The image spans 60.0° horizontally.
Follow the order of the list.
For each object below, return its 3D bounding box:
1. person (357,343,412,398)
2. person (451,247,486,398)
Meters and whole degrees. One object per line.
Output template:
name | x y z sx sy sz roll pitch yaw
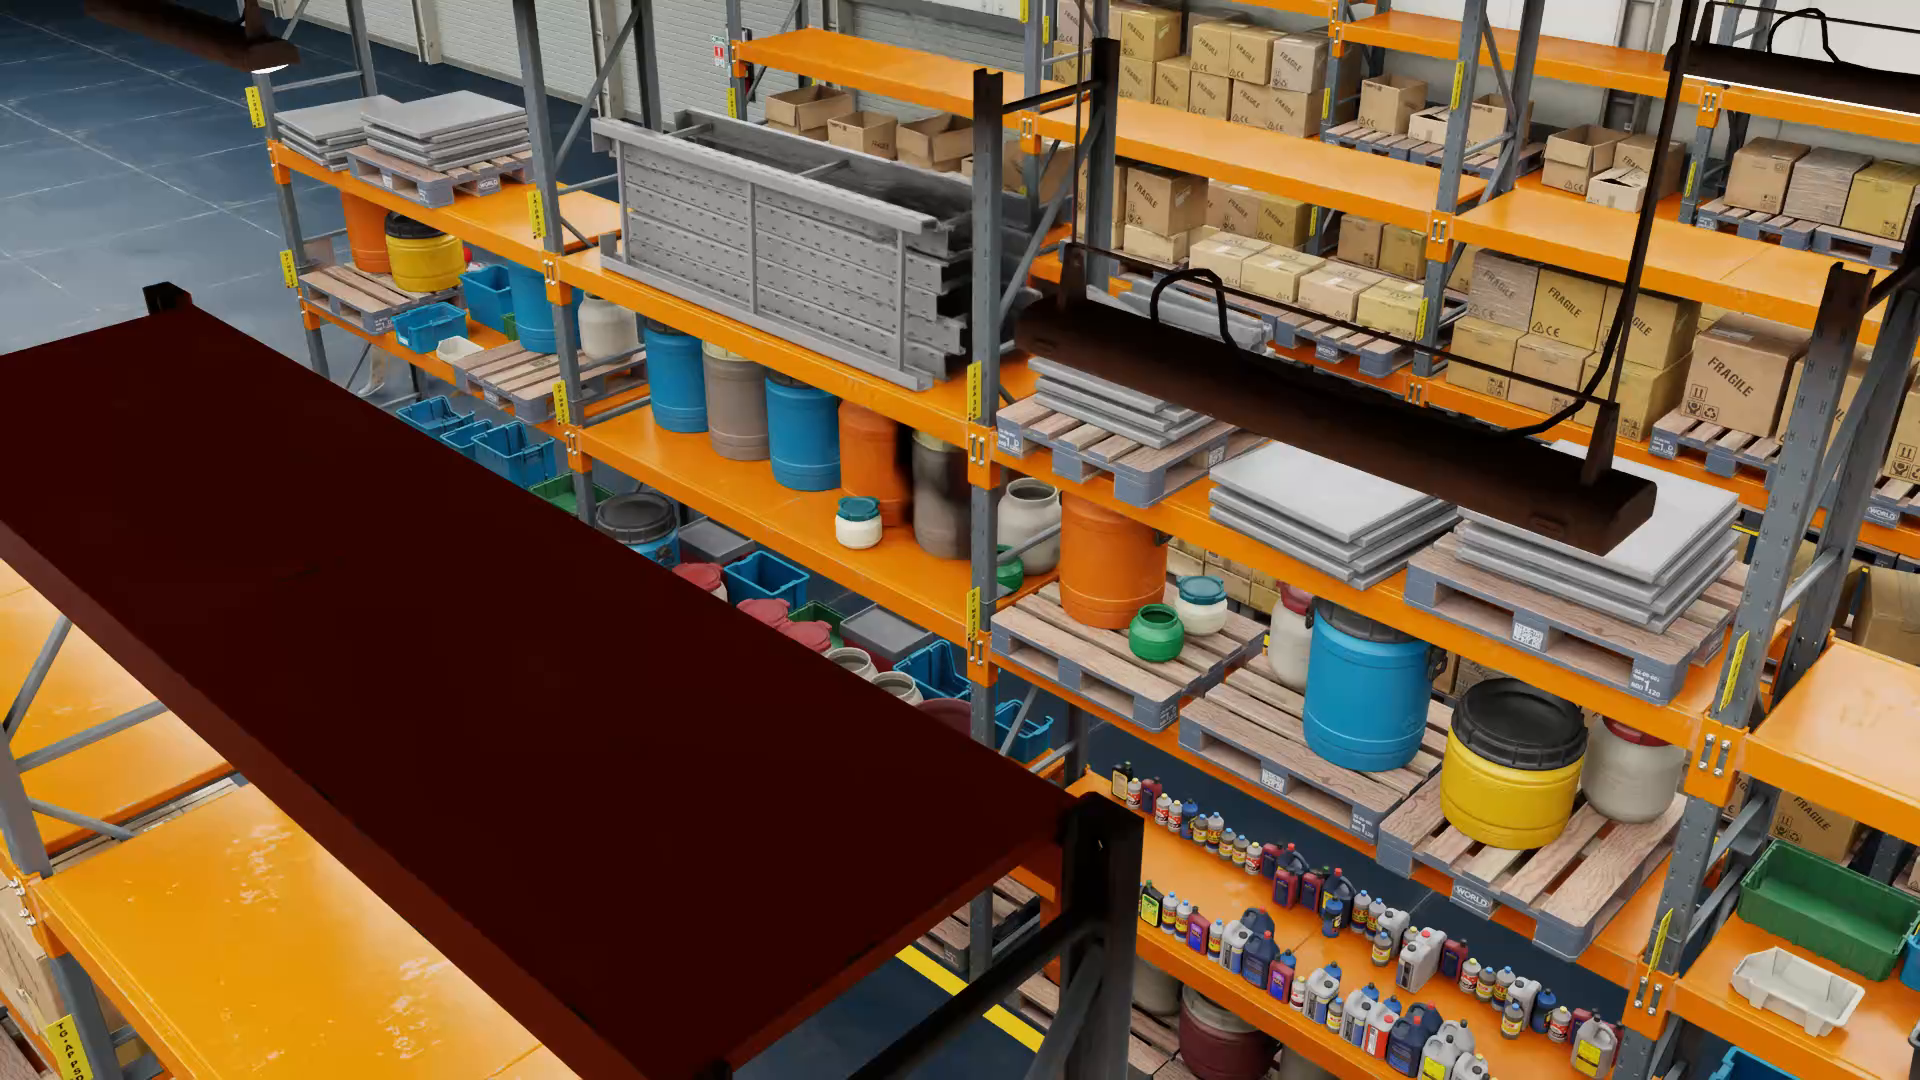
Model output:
person | -6.586 -2.551 18.975 0.898 1.752 0.653 -15 32 -24
person | -5.328 -2.501 18.893 1.130 1.780 0.660 -12 32 -20
